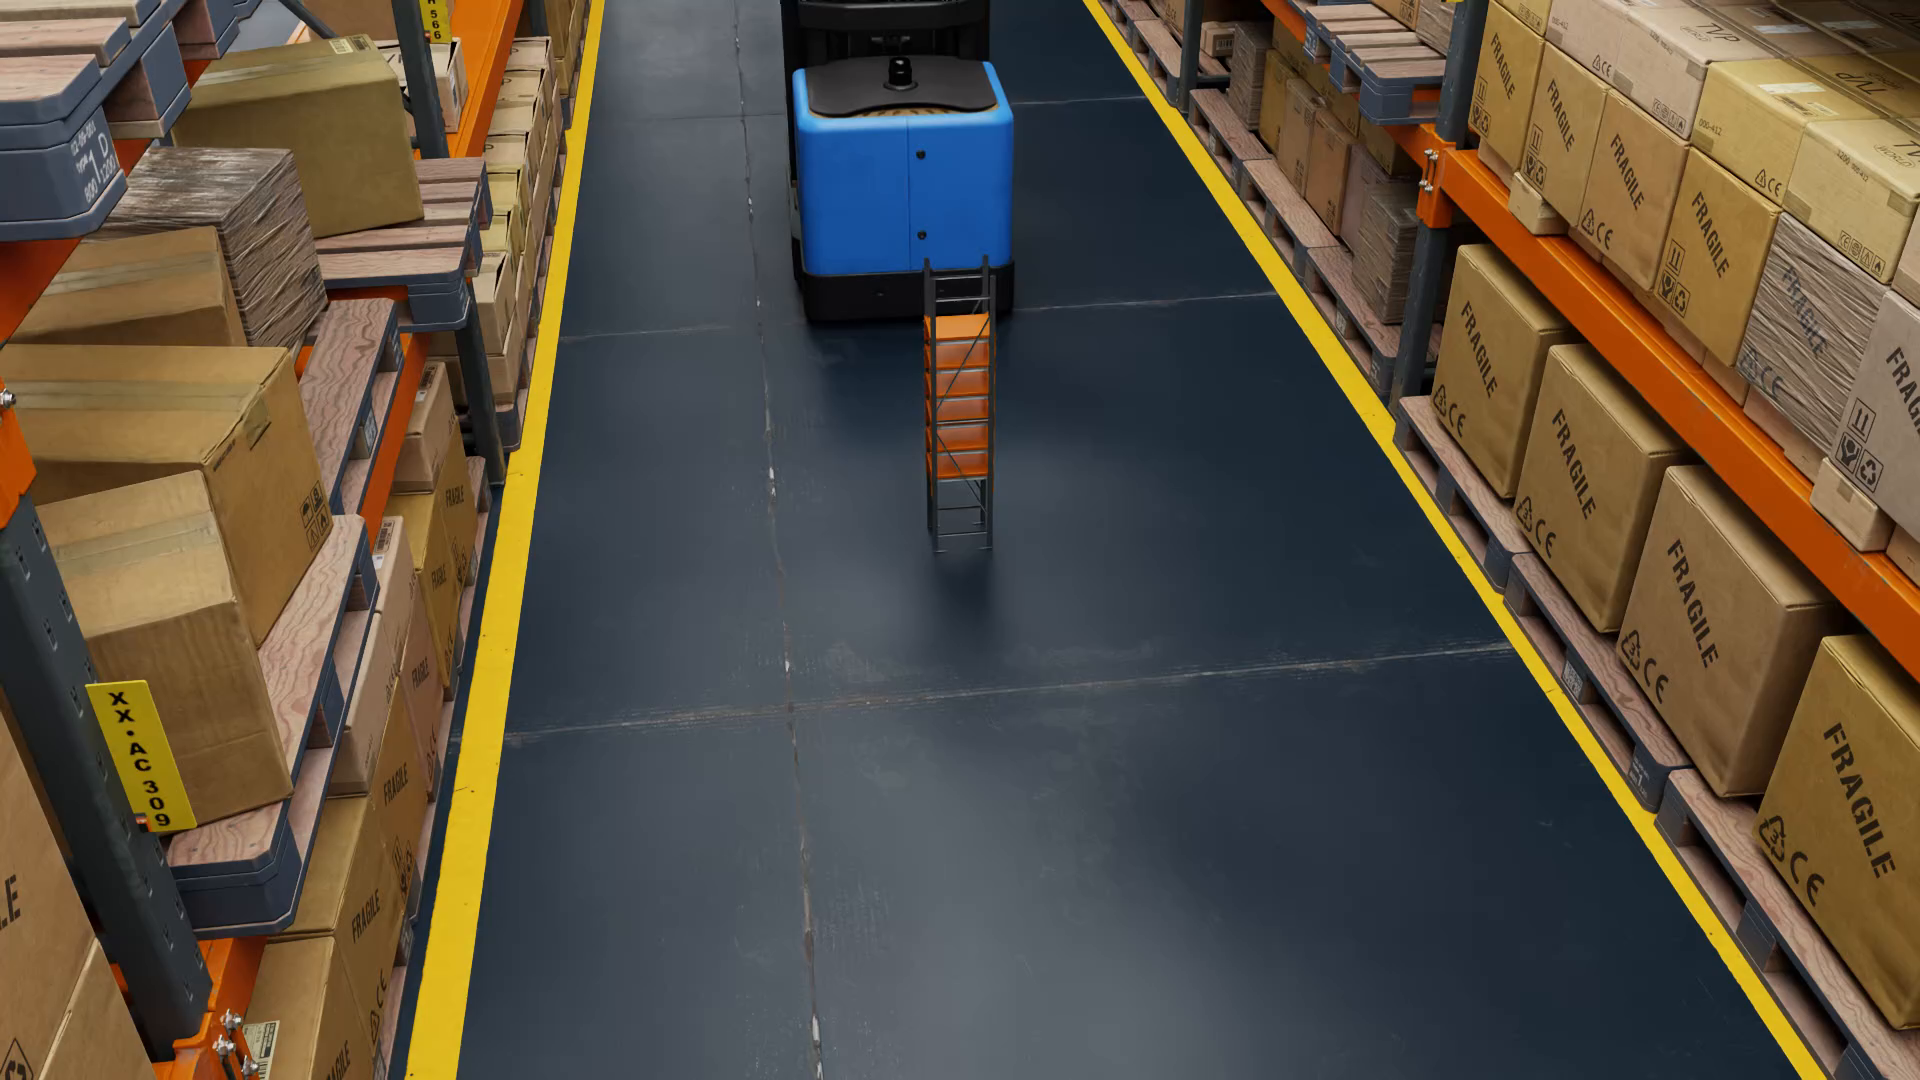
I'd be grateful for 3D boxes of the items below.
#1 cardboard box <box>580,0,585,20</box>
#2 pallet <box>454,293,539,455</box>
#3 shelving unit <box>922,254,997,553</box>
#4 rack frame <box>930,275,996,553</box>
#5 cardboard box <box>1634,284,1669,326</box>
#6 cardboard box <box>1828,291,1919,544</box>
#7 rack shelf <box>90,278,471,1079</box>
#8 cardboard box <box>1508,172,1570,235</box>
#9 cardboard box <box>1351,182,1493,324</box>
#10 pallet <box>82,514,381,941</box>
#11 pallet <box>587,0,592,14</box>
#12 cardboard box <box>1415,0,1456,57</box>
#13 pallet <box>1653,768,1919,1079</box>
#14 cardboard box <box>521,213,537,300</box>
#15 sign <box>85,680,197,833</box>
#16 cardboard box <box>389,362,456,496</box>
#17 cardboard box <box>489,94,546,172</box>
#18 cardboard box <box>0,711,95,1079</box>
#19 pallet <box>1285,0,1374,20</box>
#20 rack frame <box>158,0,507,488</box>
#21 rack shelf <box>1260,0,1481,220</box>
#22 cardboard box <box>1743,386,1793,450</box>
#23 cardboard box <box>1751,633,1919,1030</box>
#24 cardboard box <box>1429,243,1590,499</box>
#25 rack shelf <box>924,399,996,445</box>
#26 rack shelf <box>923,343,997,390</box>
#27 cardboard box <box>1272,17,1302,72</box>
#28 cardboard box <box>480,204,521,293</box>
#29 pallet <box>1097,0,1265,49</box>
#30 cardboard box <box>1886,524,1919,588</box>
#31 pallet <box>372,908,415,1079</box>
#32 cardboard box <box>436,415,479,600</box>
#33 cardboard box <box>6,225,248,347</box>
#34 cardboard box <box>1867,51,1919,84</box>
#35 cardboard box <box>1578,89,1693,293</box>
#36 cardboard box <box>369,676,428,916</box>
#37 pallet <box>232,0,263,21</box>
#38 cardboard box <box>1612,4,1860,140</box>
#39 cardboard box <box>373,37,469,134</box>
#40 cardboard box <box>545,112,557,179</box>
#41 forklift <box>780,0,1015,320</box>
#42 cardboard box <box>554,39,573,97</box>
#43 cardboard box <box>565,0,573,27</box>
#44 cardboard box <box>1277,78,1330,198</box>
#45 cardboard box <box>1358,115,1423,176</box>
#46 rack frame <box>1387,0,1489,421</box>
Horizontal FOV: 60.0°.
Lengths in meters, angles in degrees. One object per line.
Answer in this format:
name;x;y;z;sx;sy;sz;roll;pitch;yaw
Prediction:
cardboard box;-2.941;-3.851;11.807;0.500;0.250;0.500;-4;35;-6
pallet;-2.516;-0.773;7.697;1.003;0.211;1.213;-4;35;-6
shelving unit;-0.002;-0.504;6.424;0.258;1.200;0.189;-4;35;-6
rack frame;0.010;-0.453;6.349;0.240;1.200;0.006;-4;35;-6
cardboard box;2.480;-0.827;5.506;0.380;0.149;0.250;-4;34;-6
cardboard box;2.612;-0.303;4.160;0.500;0.500;0.500;-4;34;-6
rack shelf;-2.175;-0.050;4.798;1.077;0.370;4.000;-4;35;-6
cardboard box;2.256;-1.247;6.122;0.380;0.149;0.250;-3;34;-5
cardboard box;2.316;-1.387;7.950;0.700;0.500;0.500;-4;34;-6
pallet;-1.905;0.394;3.678;1.003;0.211;1.213;-4;35;-6
pallet;-3.375;-4.351;12.948;1.003;0.211;1.213;-4;35;-6
cardboard box;2.391;-2.325;7.018;0.700;0.500;0.500;-8;35;-12
pallet;2.824;1.119;4.920;1.003;0.211;1.213;-4;35;-6
cardboard box;-2.368;-1.385;8.187;0.500;0.250;0.500;-5;35;-8
sign;-1.369;0.366;2.780;0.100;0.325;0.005;-4;35;-6
cardboard box;-2.074;-0.386;5.817;0.500;0.250;0.500;-3;34;-5
cardboard box;-2.502;-2.191;8.873;0.500;0.311;0.500;-4;35;-7
cardboard box;-1.581;0.577;2.263;0.500;0.500;0.500;-4;34;-6
pallet;2.157;-2.862;8.457;1.003;0.211;1.213;-4;35;-6
rack frame;-2.444;-1.463;6.233;1.000;3.000;0.127;-4;35;-6
rack shelf;2.195;-2.659;8.627;1.077;0.370;4.000;-4;35;-6
cardboard box;2.549;-0.392;4.867;0.380;0.149;0.250;-5;35;-8
cardboard box;2.786;0.754;4.516;0.750;0.750;0.750;-4;34;-6
cardboard box;2.433;-0.705;6.657;0.750;0.750;0.750;-5;35;-7
rack shelf;-0.002;-0.467;6.449;0.258;0.103;0.180;-4;35;-6
rack shelf;-0.002;-0.665;6.314;0.258;0.103;0.180;-4;35;-6
cardboard box;2.104;-2.876;9.470;0.500;0.250;0.500;-5;35;-7
cardboard box;-2.302;-1.339;7.622;0.500;0.311;0.500;-5;35;-8
pallet;1.634;-3.974;12.394;1.003;0.211;1.213;-4;35;-6
cardboard box;2.629;0.033;4.243;0.380;0.149;0.250;-3;34;-5
pallet;-2.053;1.471;4.405;1.003;0.211;1.213;-4;35;-6
cardboard box;-2.085;-0.108;6.073;0.500;0.500;0.500;-3;34;-5
cardboard box;-2.205;-0.427;4.251;0.700;0.500;0.500;-13;36;-18
cardboard box;2.983;-1.229;4.853;0.500;0.250;0.500;-5;35;-7
cardboard box;2.403;-1.152;5.407;0.500;0.500;0.500;-5;35;-7
cardboard box;-1.872;0.756;4.806;0.500;0.500;0.500;-4;34;-6
pallet;-2.067;-1.340;3.557;1.213;0.211;1.003;-4;35;-6
cardboard box;2.414;-1.471;5.208;0.500;0.250;0.500;-4;34;-6
cardboard box;-2.372;-1.940;7.012;0.500;0.311;0.500;-5;35;-7
cardboard box;-2.573;-2.240;9.443;0.500;0.250;0.500;-5;35;-7
forklift;-0.416;-3.110;8.711;1.130;2.935;3.031;-4;34;-6
cardboard box;-2.744;-3.014;10.578;0.500;0.250;0.500;-4;35;-6
cardboard box;-2.809;-3.603;10.776;0.500;0.500;0.500;-4;35;-6
cardboard box;2.190;-2.239;9.201;0.700;0.500;0.500;-4;34;-6
cardboard box;2.301;-2.020;8.213;0.500;0.250;0.500;-4;34;-5
rack frame;2.464;-1.840;6.787;1.000;3.000;0.127;-4;35;-6
